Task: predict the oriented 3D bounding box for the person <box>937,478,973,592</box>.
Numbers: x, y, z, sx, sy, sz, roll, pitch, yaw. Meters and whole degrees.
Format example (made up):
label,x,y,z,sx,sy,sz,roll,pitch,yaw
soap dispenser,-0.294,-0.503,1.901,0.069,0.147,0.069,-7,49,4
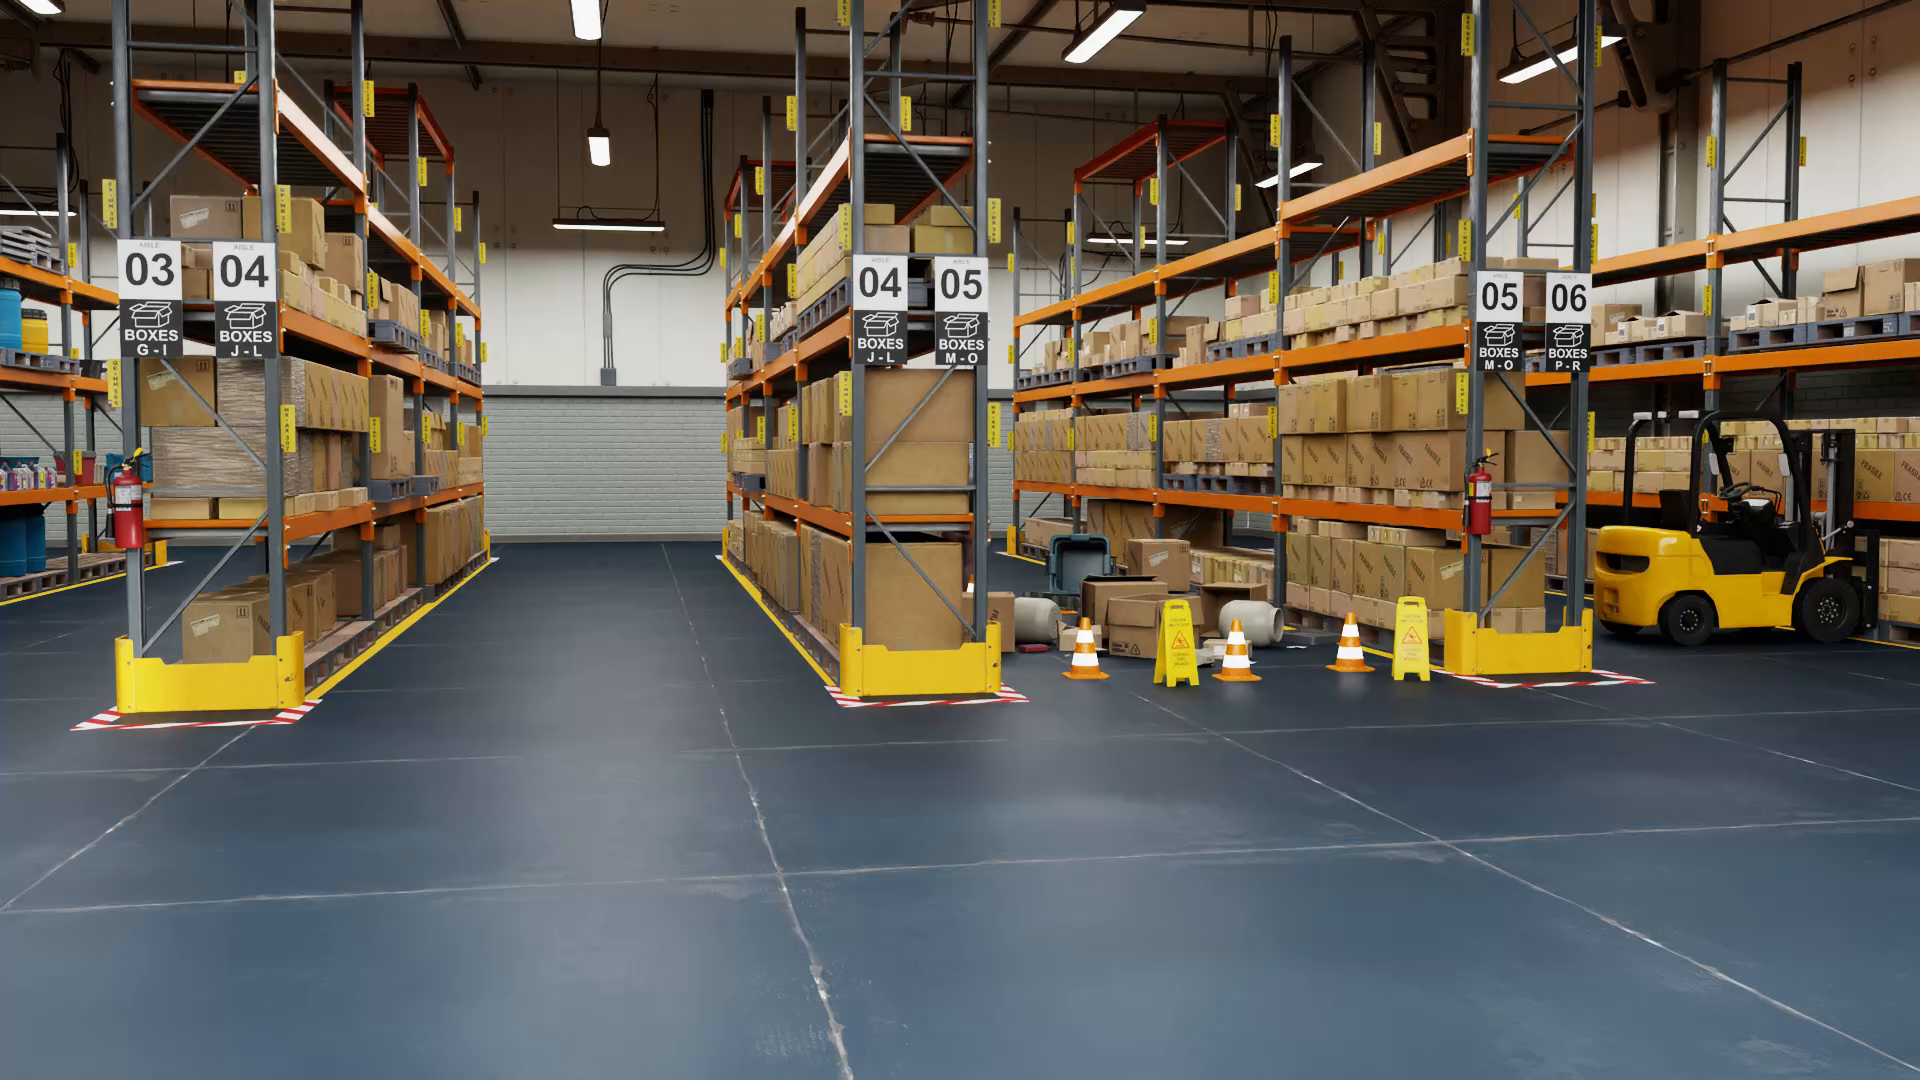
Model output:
label,x,y,z,sx,sy,sz,roll,pitch,yaw
person,0.006,-0.095,18.555,0.563,1.663,0.501,0,3,1
